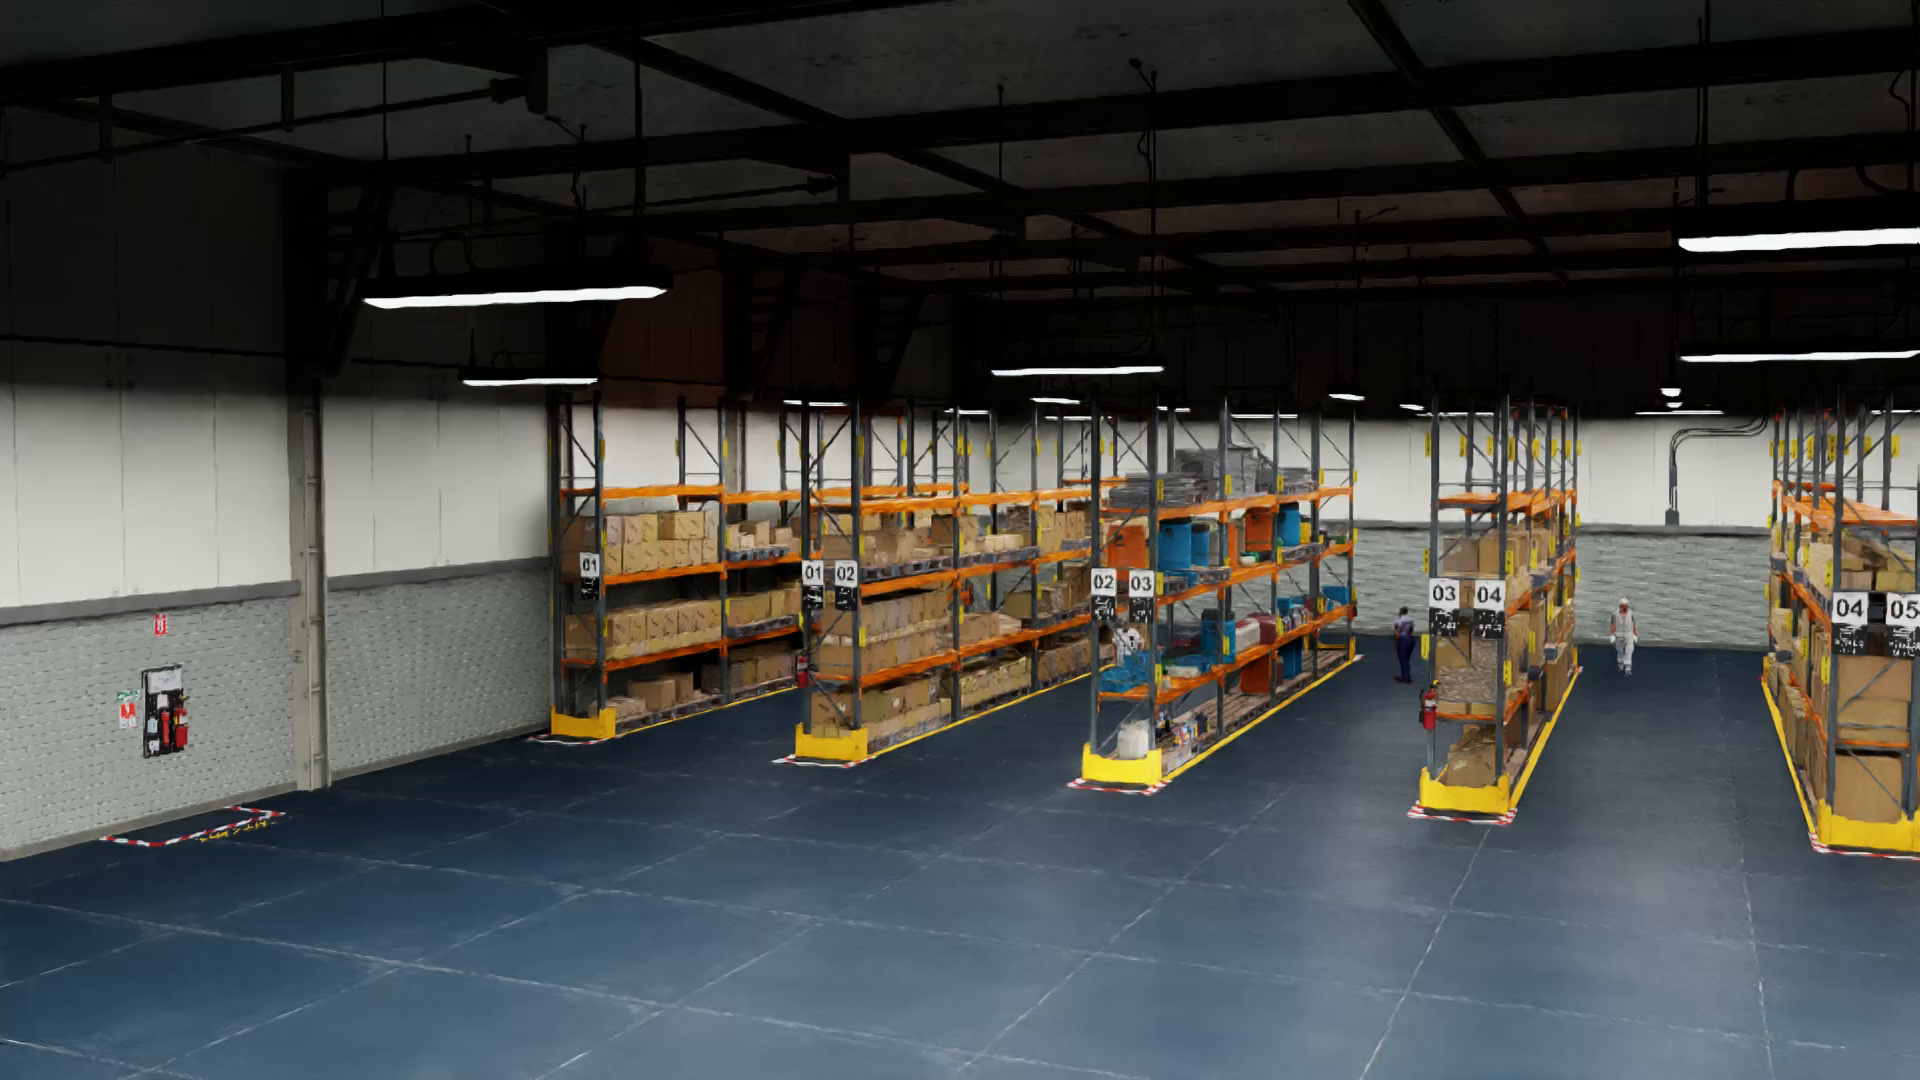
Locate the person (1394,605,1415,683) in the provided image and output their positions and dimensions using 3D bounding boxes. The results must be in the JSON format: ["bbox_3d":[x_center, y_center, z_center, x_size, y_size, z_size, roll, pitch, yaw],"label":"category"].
[{"bbox_3d":[9.455,2.209,35.500,0.612,1.639,0.562,-3,4,-42],"label":"person"}]

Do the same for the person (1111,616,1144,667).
[{"bbox_3d":[3.299,2.339,32.787,0.682,1.715,0.542,1,3,22],"label":"person"}]

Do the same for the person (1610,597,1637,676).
[{"bbox_3d":[14.621,2.109,36.653,0.553,1.709,1.123,2,3,26],"label":"person"}]
